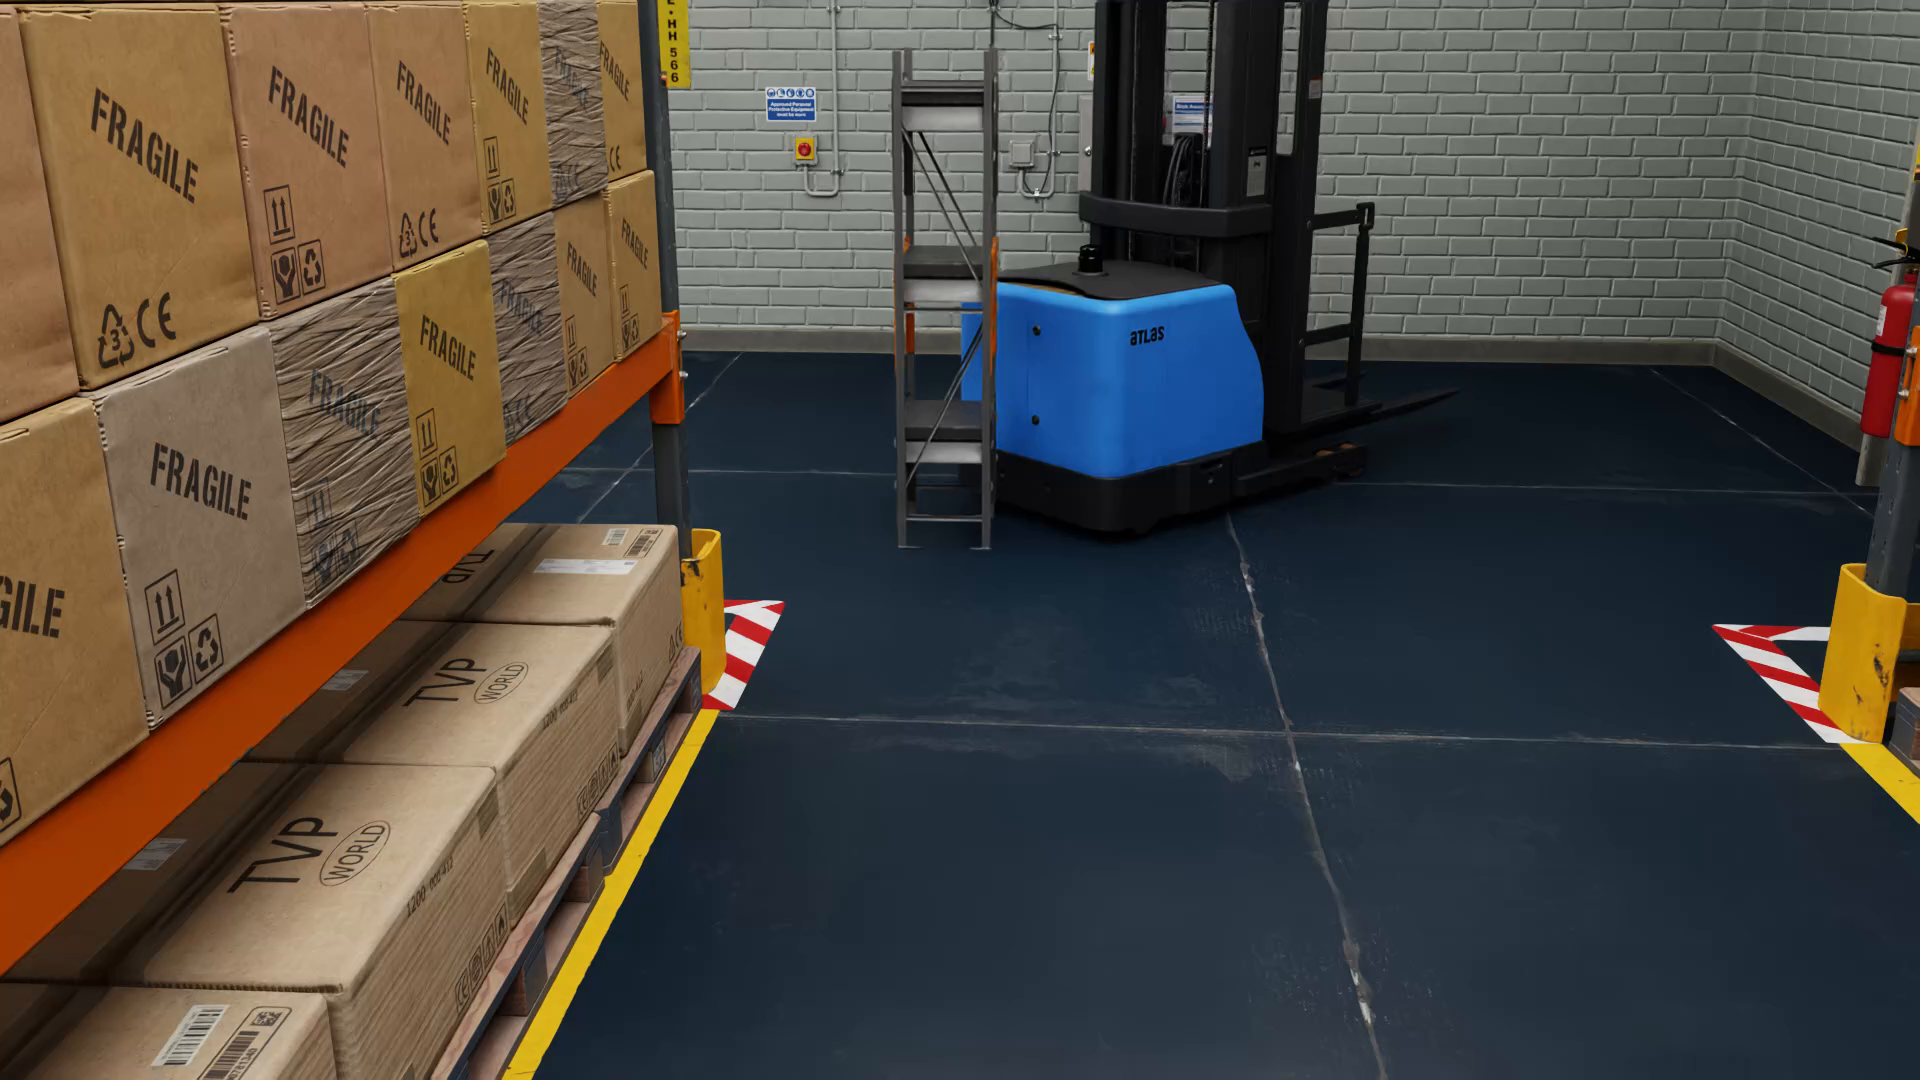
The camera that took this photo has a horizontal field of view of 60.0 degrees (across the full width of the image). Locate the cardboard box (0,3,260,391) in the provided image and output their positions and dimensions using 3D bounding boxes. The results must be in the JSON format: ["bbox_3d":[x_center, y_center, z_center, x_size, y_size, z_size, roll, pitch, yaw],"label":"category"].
[{"bbox_3d":[-1.408,-0.520,2.425,0.500,0.500,0.500,1,18,3],"label":"cardboard box"}]

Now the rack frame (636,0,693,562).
[{"bbox_3d":[-1.439,-0.940,5.474,1.000,3.000,0.127,1,18,4],"label":"rack frame"}]

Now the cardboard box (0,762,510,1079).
[{"bbox_3d":[-1.511,0.850,3.453,0.875,0.438,0.875,1,18,2],"label":"cardboard box"}]

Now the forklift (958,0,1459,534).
[{"bbox_3d":[1.428,-1.782,8.153,3.031,2.935,1.130,-15,24,-39],"label":"forklift"}]

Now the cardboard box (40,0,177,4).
[{"bbox_3d":[-1.387,-0.857,2.413,0.380,0.149,0.250,1,18,4],"label":"cardboard box"}]

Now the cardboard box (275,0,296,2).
[{"bbox_3d":[-1.403,-1.019,2.906,0.380,0.149,0.250,1,18,4],"label":"cardboard box"}]

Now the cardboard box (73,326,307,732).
[{"bbox_3d":[-1.391,-0.041,2.571,0.500,0.500,0.500,1,18,4],"label":"cardboard box"}]

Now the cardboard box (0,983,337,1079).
[{"bbox_3d":[-1.574,1.128,2.604,0.875,0.438,0.875,1,18,3],"label":"cardboard box"}]

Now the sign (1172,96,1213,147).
[{"bbox_3d":[1.534,-2.608,10.717,0.329,0.494,0.001,1,18,4],"label":"sign"}]

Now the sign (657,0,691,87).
[{"bbox_3d":[-0.899,-1.586,5.207,0.100,0.325,0.005,1,18,4],"label":"sign"}]

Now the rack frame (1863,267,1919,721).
[{"bbox_3d":[3.512,-0.830,5.140,1.000,3.000,0.127,1,18,4],"label":"rack frame"}]

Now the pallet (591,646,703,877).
[{"bbox_3d":[-1.419,0.635,5.145,1.003,0.211,1.213,1,18,4],"label":"pallet"}]

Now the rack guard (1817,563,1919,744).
[{"bbox_3d":[3.506,0.381,5.457,1.175,0.500,0.348,1,18,4],"label":"rack guard"}]

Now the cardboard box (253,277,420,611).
[{"bbox_3d":[-1.349,-0.196,3.042,0.500,0.500,0.500,1,18,4],"label":"cardboard box"}]

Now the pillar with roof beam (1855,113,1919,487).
[{"bbox_3d":[0.310,-4.595,6.993,9.100,9.000,0.400,1,18,4],"label":"pillar with roof beam"}]

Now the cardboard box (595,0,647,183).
[{"bbox_3d":[-1.237,-1.308,4.830,0.500,0.500,0.500,2,18,6],"label":"cardboard box"}]

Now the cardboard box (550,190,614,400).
[{"bbox_3d":[-1.261,-0.676,4.509,0.500,0.500,0.500,1,18,3],"label":"cardboard box"}]

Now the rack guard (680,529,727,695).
[{"bbox_3d":[-1.438,0.240,5.886,1.175,0.500,0.348,1,18,4],"label":"rack guard"}]

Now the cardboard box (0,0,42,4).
[{"bbox_3d":[-1.466,-0.781,2.182,0.380,0.149,0.250,1,18,3],"label":"cardboard box"}]

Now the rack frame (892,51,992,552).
[{"bbox_3d":[-0.071,-0.954,6.962,0.400,2.100,0.015,1,18,4],"label":"rack frame"}]

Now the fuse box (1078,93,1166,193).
[{"bbox_3d":[1.026,-1.987,10.740,0.539,1.711,0.414,1,18,4],"label":"fuse box"}]

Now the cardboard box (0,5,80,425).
[{"bbox_3d":[-1.450,-0.363,1.947,0.500,0.500,0.500,1,18,4],"label":"cardboard box"}]

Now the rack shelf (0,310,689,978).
[{"bbox_3d":[-1.583,0.023,3.691,1.077,0.370,4.000,1,18,4],"label":"rack shelf"}]

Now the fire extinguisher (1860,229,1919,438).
[{"bbox_3d":[3.061,-0.672,5.381,0.296,0.674,0.183,1,18,4],"label":"fire extinguisher"}]

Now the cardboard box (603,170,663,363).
[{"bbox_3d":[-1.210,-0.832,4.984,0.500,0.500,0.500,1,18,4],"label":"cardboard box"}]

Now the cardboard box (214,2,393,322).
[{"bbox_3d":[-1.360,-0.678,2.910,0.500,0.500,0.500,2,18,5],"label":"cardboard box"}]

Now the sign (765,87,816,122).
[{"bbox_3d":[-1.102,-2.840,10.840,0.327,0.218,0.001,1,18,4],"label":"sign"}]

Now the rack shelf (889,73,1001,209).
[{"bbox_3d":[-0.055,-1.682,6.979,0.431,0.518,0.480,1,18,4],"label":"rack shelf"}]

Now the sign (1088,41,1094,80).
[{"bbox_3d":[0.986,-3.058,10.611,0.339,0.242,0.001,1,18,4],"label":"sign"}]

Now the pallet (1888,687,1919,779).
[{"bbox_3d":[3.450,0.766,4.746,1.003,0.211,1.213,1,18,4],"label":"pallet"}]

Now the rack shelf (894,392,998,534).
[{"bbox_3d":[-0.055,-0.351,7.415,0.431,0.518,0.480,1,18,4],"label":"rack shelf"}]

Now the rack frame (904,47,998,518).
[{"bbox_3d":[-0.040,-1.105,7.425,0.400,2.100,0.015,1,18,4],"label":"rack frame"}]

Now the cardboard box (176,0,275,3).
[{"bbox_3d":[-1.339,-0.939,2.663,0.380,0.149,0.250,1,18,2],"label":"cardboard box"}]

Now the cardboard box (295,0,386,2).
[{"bbox_3d":[-1.317,-1.093,3.135,0.380,0.149,0.250,1,18,4],"label":"cardboard box"}]

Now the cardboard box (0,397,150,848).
[{"bbox_3d":[-1.431,0.115,2.094,0.500,0.500,0.500,2,18,6],"label":"cardboard box"}]

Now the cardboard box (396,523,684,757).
[{"bbox_3d":[-1.387,0.285,5.176,0.875,0.438,0.875,1,18,2],"label":"cardboard box"}]

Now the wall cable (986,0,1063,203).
[{"bbox_3d":[0.357,-3.147,10.577,0.588,1.984,0.122,1,18,4],"label":"wall cable"}]

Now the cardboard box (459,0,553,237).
[{"bbox_3d":[-1.283,-0.991,3.864,0.500,0.500,0.500,1,18,4],"label":"cardboard box"}]

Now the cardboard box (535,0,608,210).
[{"bbox_3d":[-1.245,-1.145,4.333,0.500,0.500,0.500,1,18,4],"label":"cardboard box"}]

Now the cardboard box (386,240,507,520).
[{"bbox_3d":[-1.312,-0.356,3.530,0.500,0.500,0.500,2,18,6],"label":"cardboard box"}]

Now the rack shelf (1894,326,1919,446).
[{"bbox_3d":[3.368,0.133,3.356,1.077,0.370,4.000,1,18,4],"label":"rack shelf"}]

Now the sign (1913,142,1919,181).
[{"bbox_3d":[2.970,-1.254,5.042,0.100,0.325,0.005,1,18,4],"label":"sign"}]

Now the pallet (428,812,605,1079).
[{"bbox_3d":[-1.509,1.013,3.992,1.003,0.211,1.213,1,18,4],"label":"pallet"}]

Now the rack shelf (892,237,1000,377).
[{"bbox_3d":[-0.055,-1.017,7.197,0.431,0.518,0.480,1,18,4],"label":"rack shelf"}]

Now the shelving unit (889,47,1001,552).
[{"bbox_3d":[-0.055,-1.030,7.193,0.431,2.100,0.503,1,18,4],"label":"shelving unit"}]

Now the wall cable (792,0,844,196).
[{"bbox_3d":[-1.059,-3.189,10.658,0.585,1.953,0.123,1,18,4],"label":"wall cable"}]

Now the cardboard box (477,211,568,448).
[{"bbox_3d":[-1.288,-0.516,4.021,0.500,0.500,0.500,2,18,6],"label":"cardboard box"}]

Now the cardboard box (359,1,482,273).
[{"bbox_3d":[-1.321,-0.835,3.388,0.500,0.500,0.500,1,18,4],"label":"cardboard box"}]

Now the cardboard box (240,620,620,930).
[{"bbox_3d":[-1.444,0.570,4.308,0.875,0.438,0.875,2,18,5],"label":"cardboard box"}]
